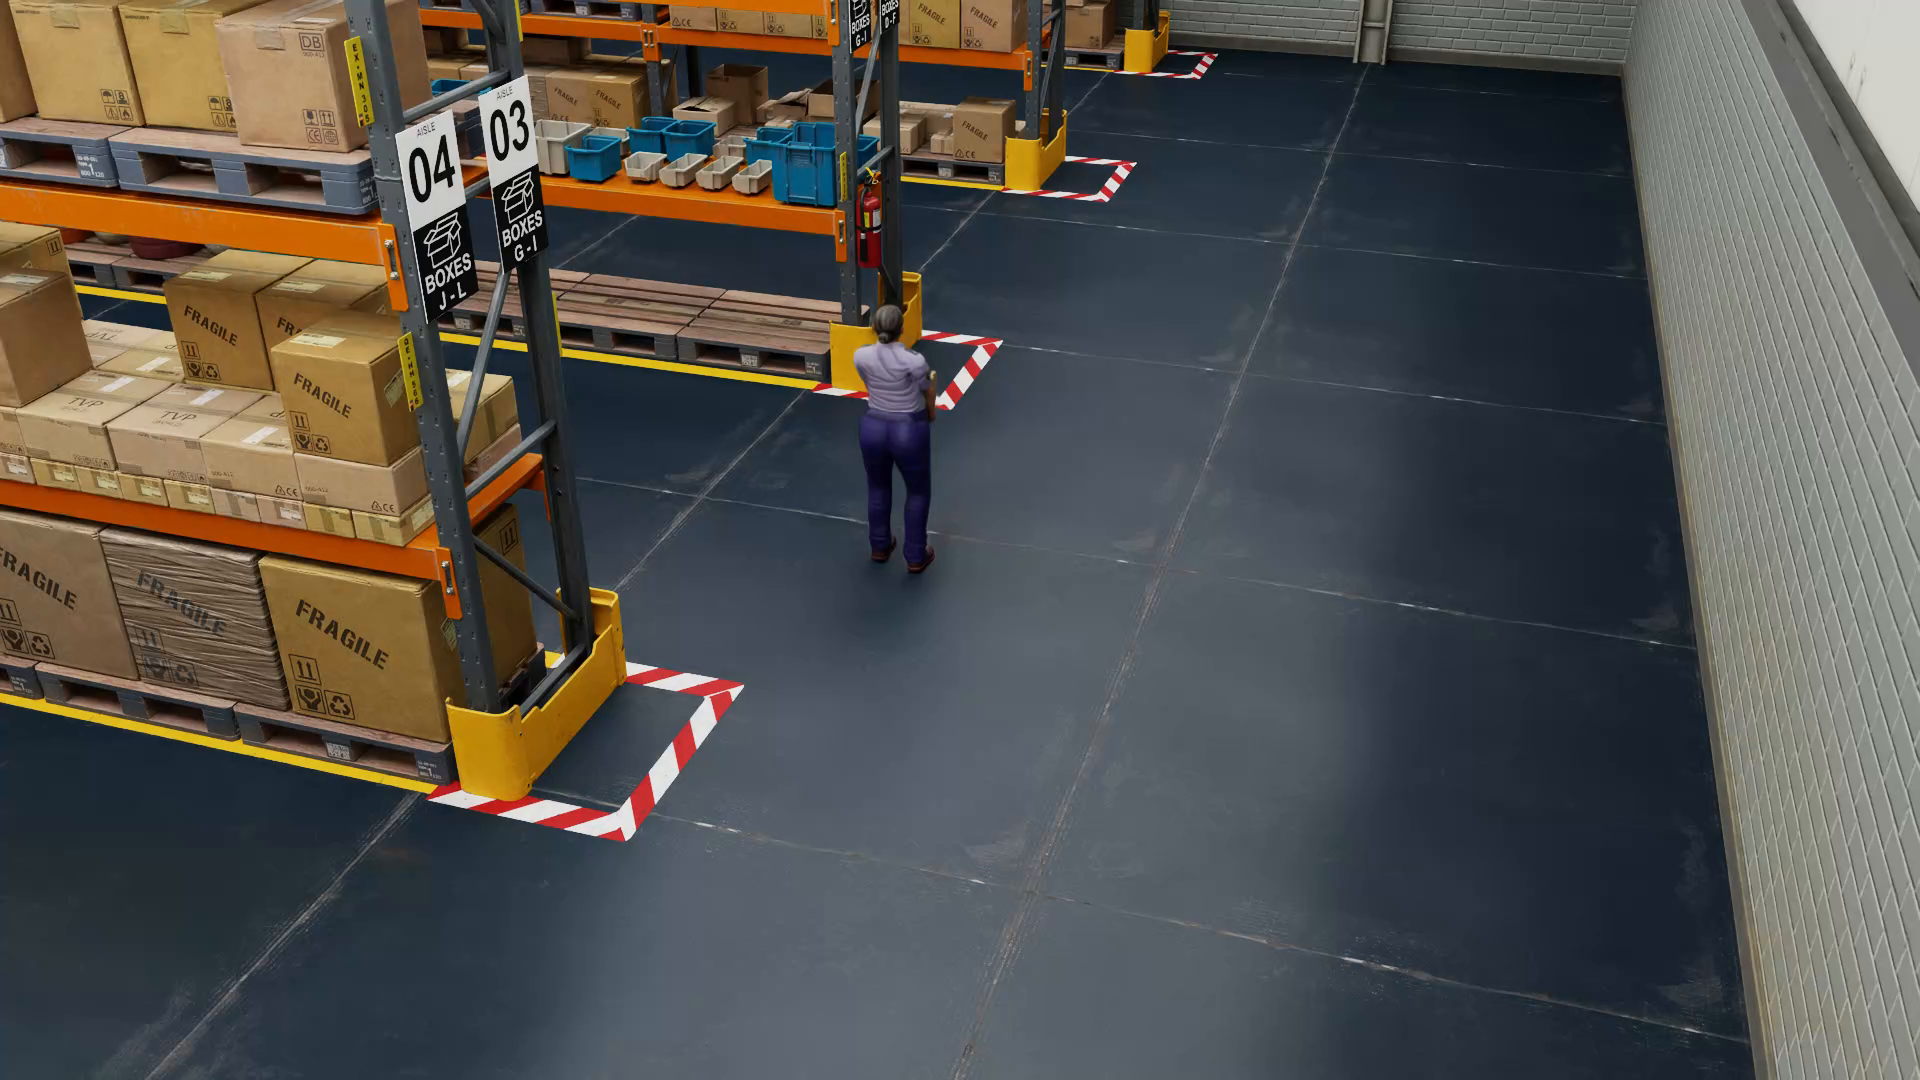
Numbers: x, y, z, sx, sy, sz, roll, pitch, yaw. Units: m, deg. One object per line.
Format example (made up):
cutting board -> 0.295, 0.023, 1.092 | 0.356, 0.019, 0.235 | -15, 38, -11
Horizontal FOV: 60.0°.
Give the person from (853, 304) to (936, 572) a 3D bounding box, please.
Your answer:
person -> -0.353, -0.629, 9.655 | 0.434, 1.633, 0.499 | 8, 30, 15
